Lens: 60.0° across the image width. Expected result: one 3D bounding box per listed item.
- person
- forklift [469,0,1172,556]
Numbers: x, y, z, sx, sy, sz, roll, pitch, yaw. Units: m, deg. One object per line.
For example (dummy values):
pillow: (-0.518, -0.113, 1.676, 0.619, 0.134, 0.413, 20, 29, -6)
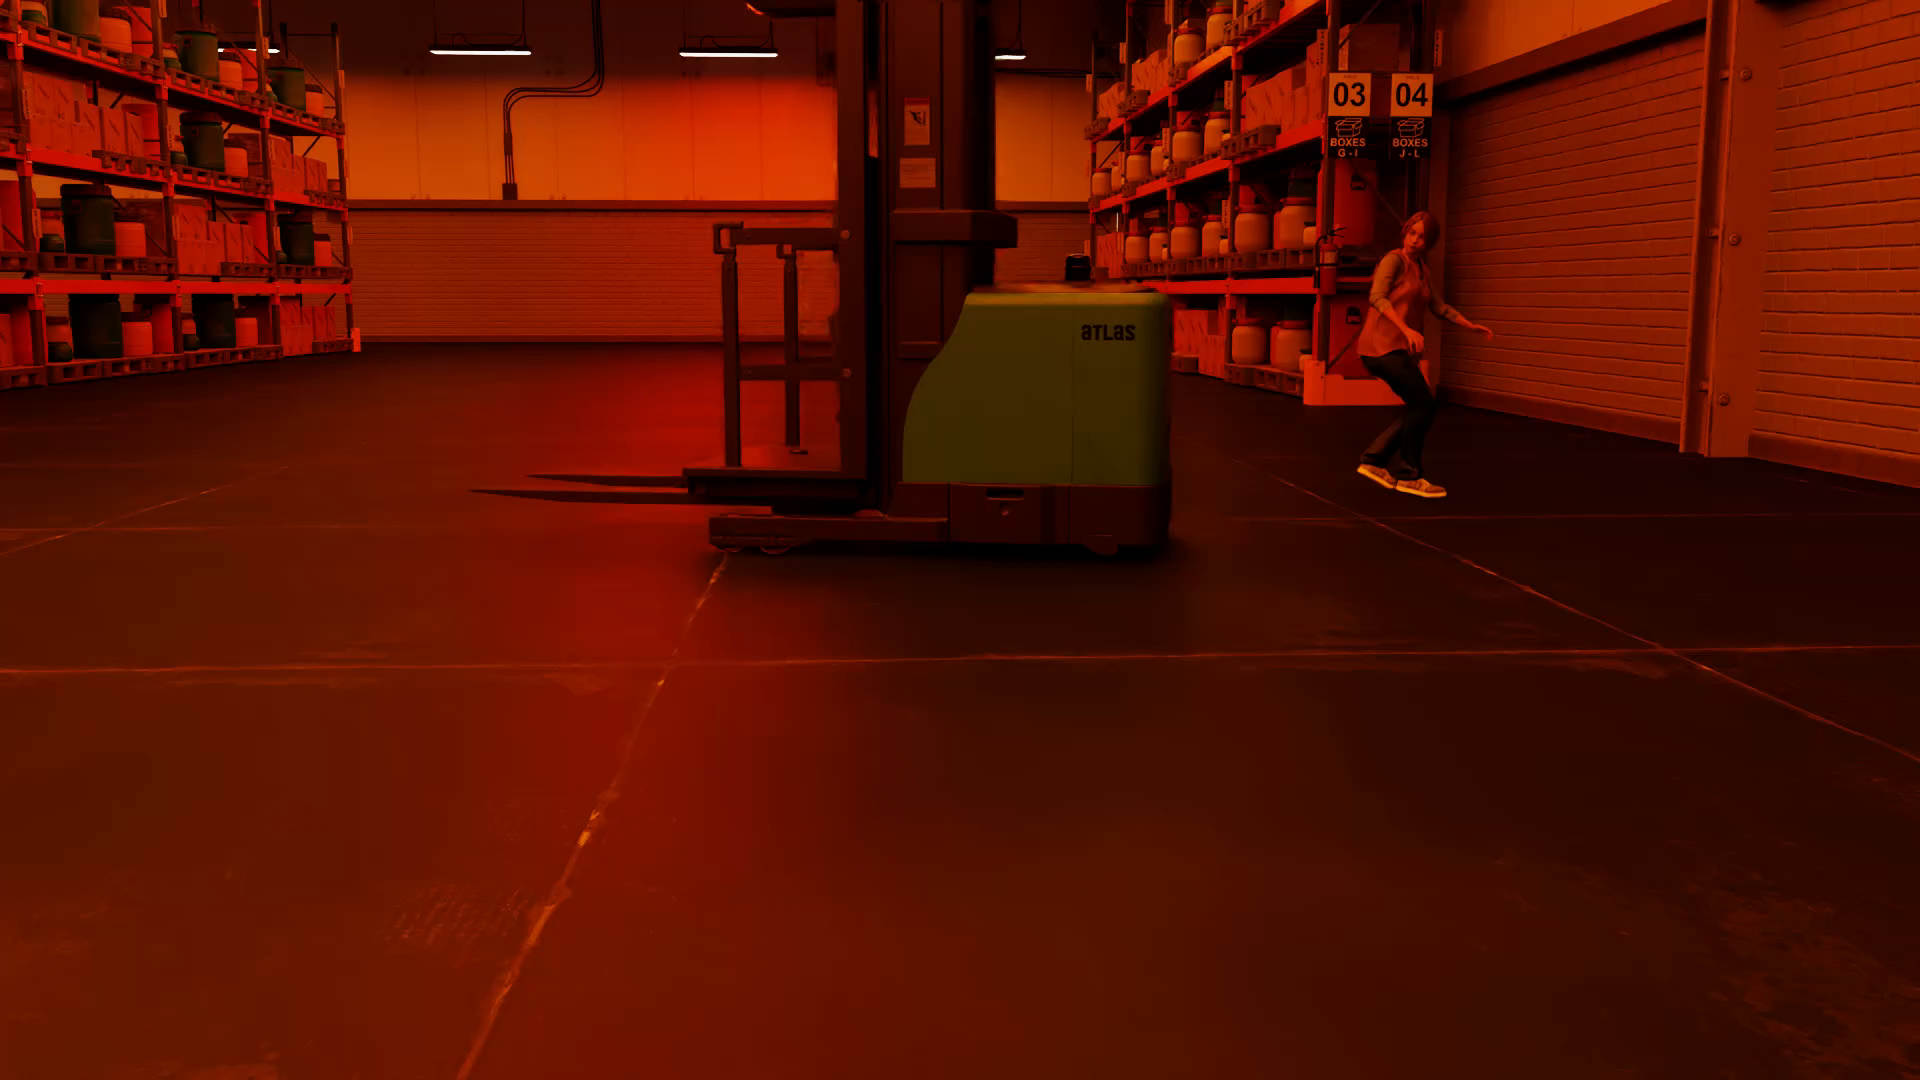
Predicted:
person: (2.441, -0.975, 8.801, 0.672, 1.499, 0.694, 5, 10, 28)
forklift: (-0.604, -1.463, 7.183, 3.031, 2.935, 1.130, 1, 9, 9)
